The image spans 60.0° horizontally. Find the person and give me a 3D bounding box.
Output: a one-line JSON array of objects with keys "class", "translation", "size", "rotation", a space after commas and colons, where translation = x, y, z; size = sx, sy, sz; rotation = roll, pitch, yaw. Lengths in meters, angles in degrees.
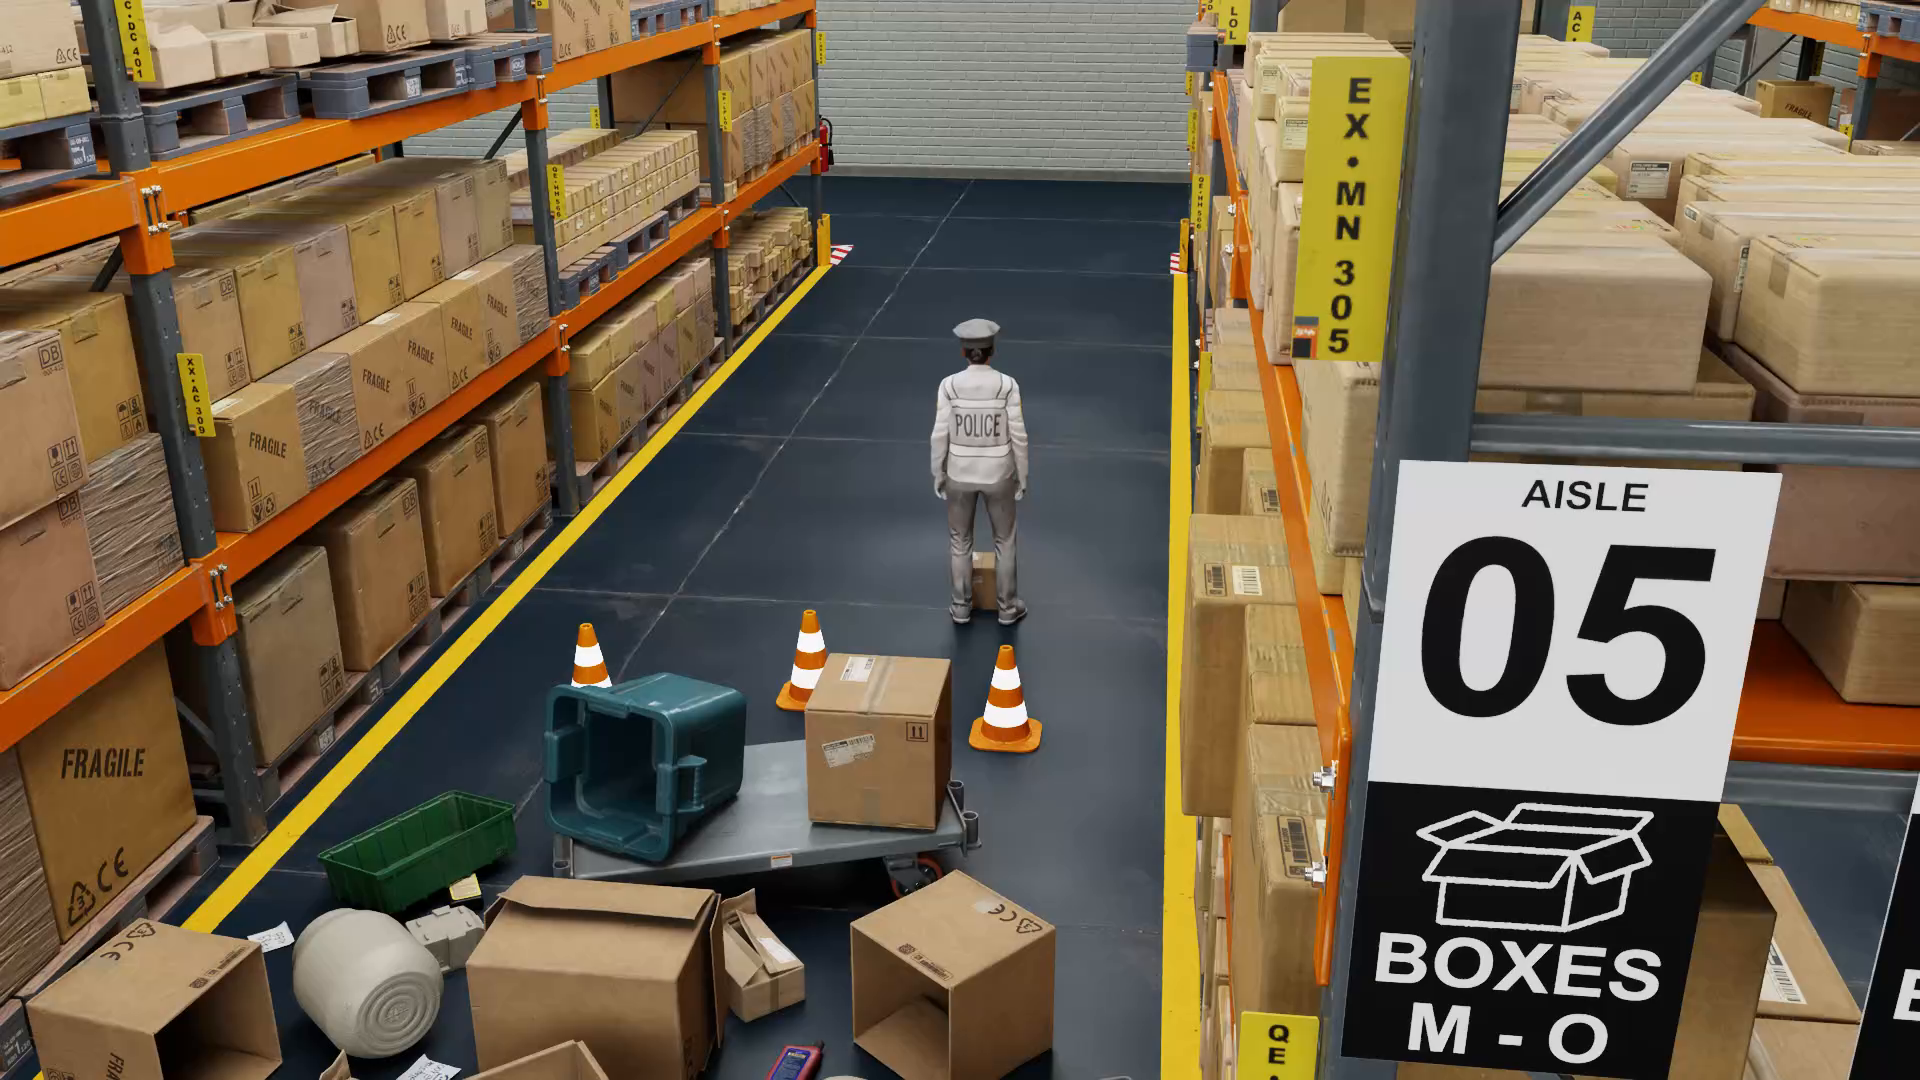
[{"class": "person", "translation": [0.107, -0.339, 8.950], "size": [0.526, 1.662, 0.374], "rotation": [2, 21, 4]}]
